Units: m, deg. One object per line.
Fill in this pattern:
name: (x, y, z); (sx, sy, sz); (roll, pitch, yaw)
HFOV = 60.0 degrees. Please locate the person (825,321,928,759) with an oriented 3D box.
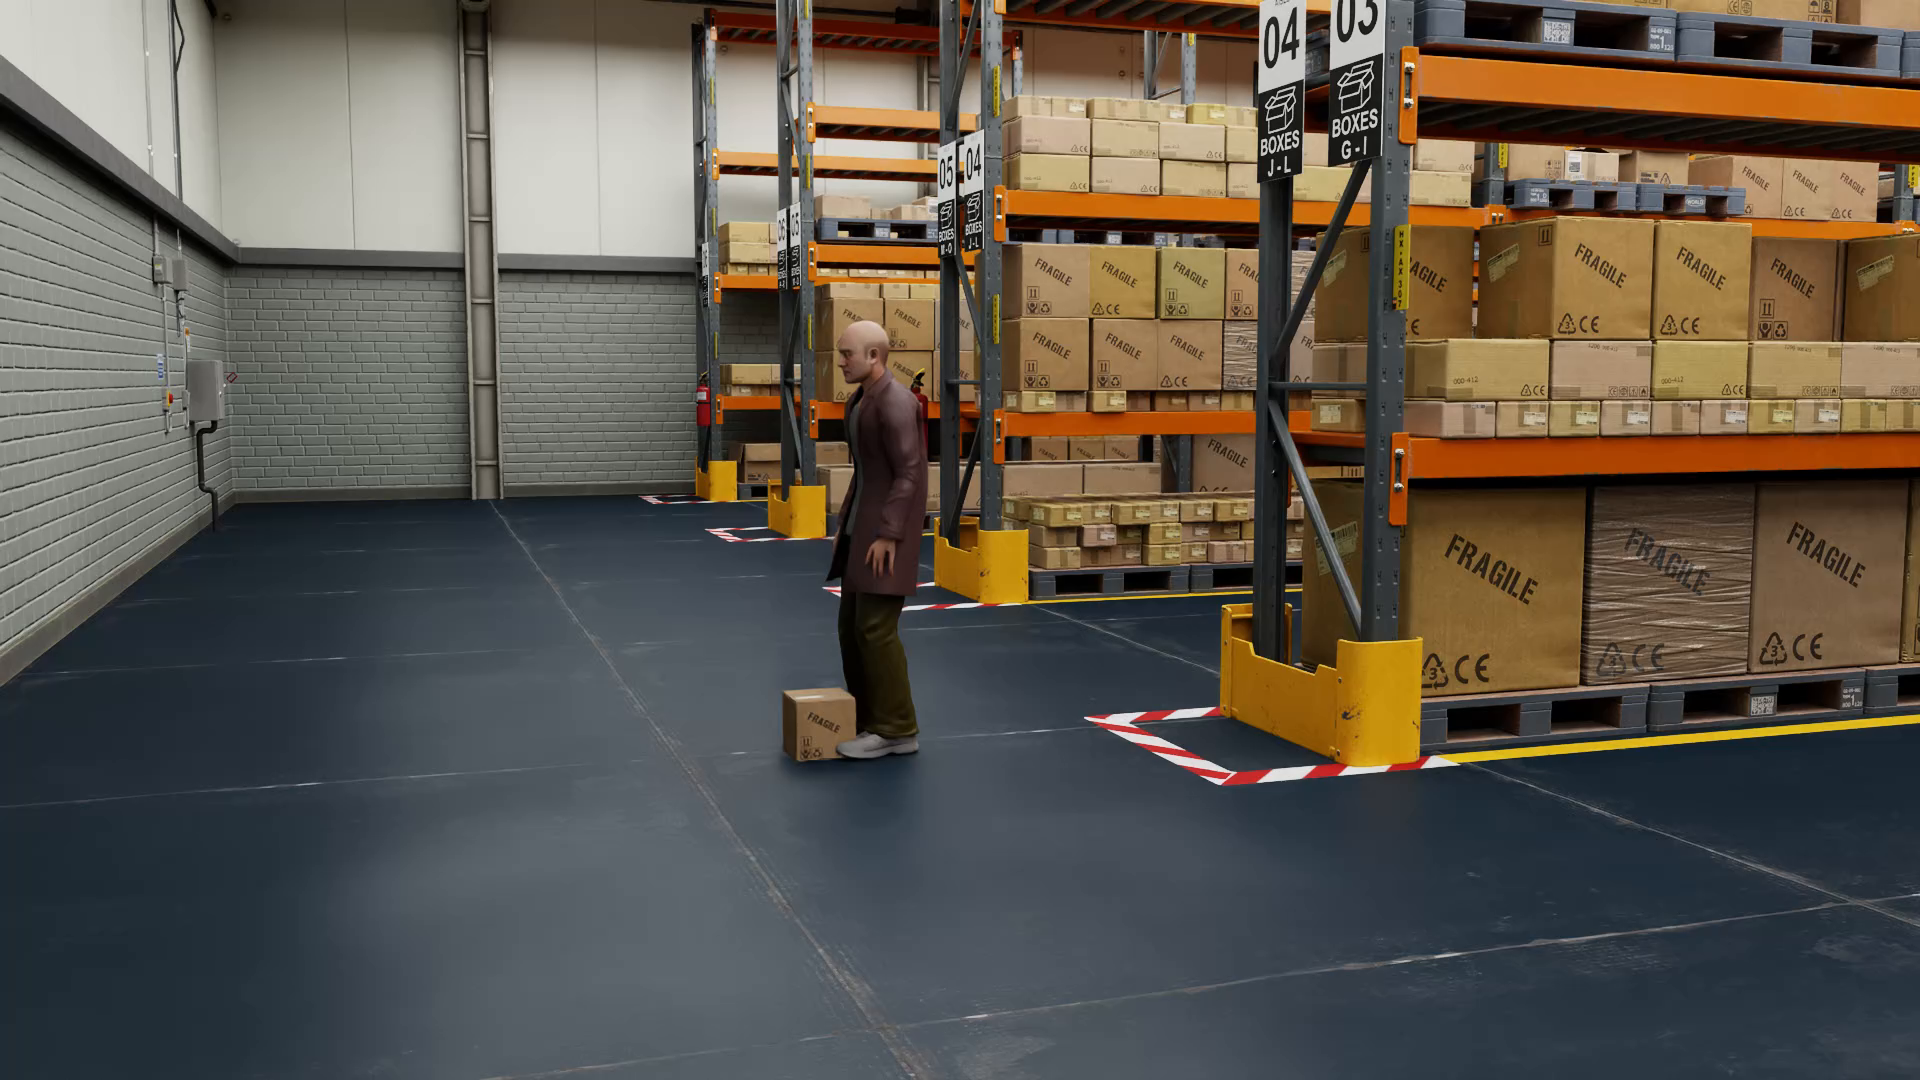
person: (-0.356, -0.010, 6.861); (0.426, 1.774, 0.622); (-2, 6, -21)
